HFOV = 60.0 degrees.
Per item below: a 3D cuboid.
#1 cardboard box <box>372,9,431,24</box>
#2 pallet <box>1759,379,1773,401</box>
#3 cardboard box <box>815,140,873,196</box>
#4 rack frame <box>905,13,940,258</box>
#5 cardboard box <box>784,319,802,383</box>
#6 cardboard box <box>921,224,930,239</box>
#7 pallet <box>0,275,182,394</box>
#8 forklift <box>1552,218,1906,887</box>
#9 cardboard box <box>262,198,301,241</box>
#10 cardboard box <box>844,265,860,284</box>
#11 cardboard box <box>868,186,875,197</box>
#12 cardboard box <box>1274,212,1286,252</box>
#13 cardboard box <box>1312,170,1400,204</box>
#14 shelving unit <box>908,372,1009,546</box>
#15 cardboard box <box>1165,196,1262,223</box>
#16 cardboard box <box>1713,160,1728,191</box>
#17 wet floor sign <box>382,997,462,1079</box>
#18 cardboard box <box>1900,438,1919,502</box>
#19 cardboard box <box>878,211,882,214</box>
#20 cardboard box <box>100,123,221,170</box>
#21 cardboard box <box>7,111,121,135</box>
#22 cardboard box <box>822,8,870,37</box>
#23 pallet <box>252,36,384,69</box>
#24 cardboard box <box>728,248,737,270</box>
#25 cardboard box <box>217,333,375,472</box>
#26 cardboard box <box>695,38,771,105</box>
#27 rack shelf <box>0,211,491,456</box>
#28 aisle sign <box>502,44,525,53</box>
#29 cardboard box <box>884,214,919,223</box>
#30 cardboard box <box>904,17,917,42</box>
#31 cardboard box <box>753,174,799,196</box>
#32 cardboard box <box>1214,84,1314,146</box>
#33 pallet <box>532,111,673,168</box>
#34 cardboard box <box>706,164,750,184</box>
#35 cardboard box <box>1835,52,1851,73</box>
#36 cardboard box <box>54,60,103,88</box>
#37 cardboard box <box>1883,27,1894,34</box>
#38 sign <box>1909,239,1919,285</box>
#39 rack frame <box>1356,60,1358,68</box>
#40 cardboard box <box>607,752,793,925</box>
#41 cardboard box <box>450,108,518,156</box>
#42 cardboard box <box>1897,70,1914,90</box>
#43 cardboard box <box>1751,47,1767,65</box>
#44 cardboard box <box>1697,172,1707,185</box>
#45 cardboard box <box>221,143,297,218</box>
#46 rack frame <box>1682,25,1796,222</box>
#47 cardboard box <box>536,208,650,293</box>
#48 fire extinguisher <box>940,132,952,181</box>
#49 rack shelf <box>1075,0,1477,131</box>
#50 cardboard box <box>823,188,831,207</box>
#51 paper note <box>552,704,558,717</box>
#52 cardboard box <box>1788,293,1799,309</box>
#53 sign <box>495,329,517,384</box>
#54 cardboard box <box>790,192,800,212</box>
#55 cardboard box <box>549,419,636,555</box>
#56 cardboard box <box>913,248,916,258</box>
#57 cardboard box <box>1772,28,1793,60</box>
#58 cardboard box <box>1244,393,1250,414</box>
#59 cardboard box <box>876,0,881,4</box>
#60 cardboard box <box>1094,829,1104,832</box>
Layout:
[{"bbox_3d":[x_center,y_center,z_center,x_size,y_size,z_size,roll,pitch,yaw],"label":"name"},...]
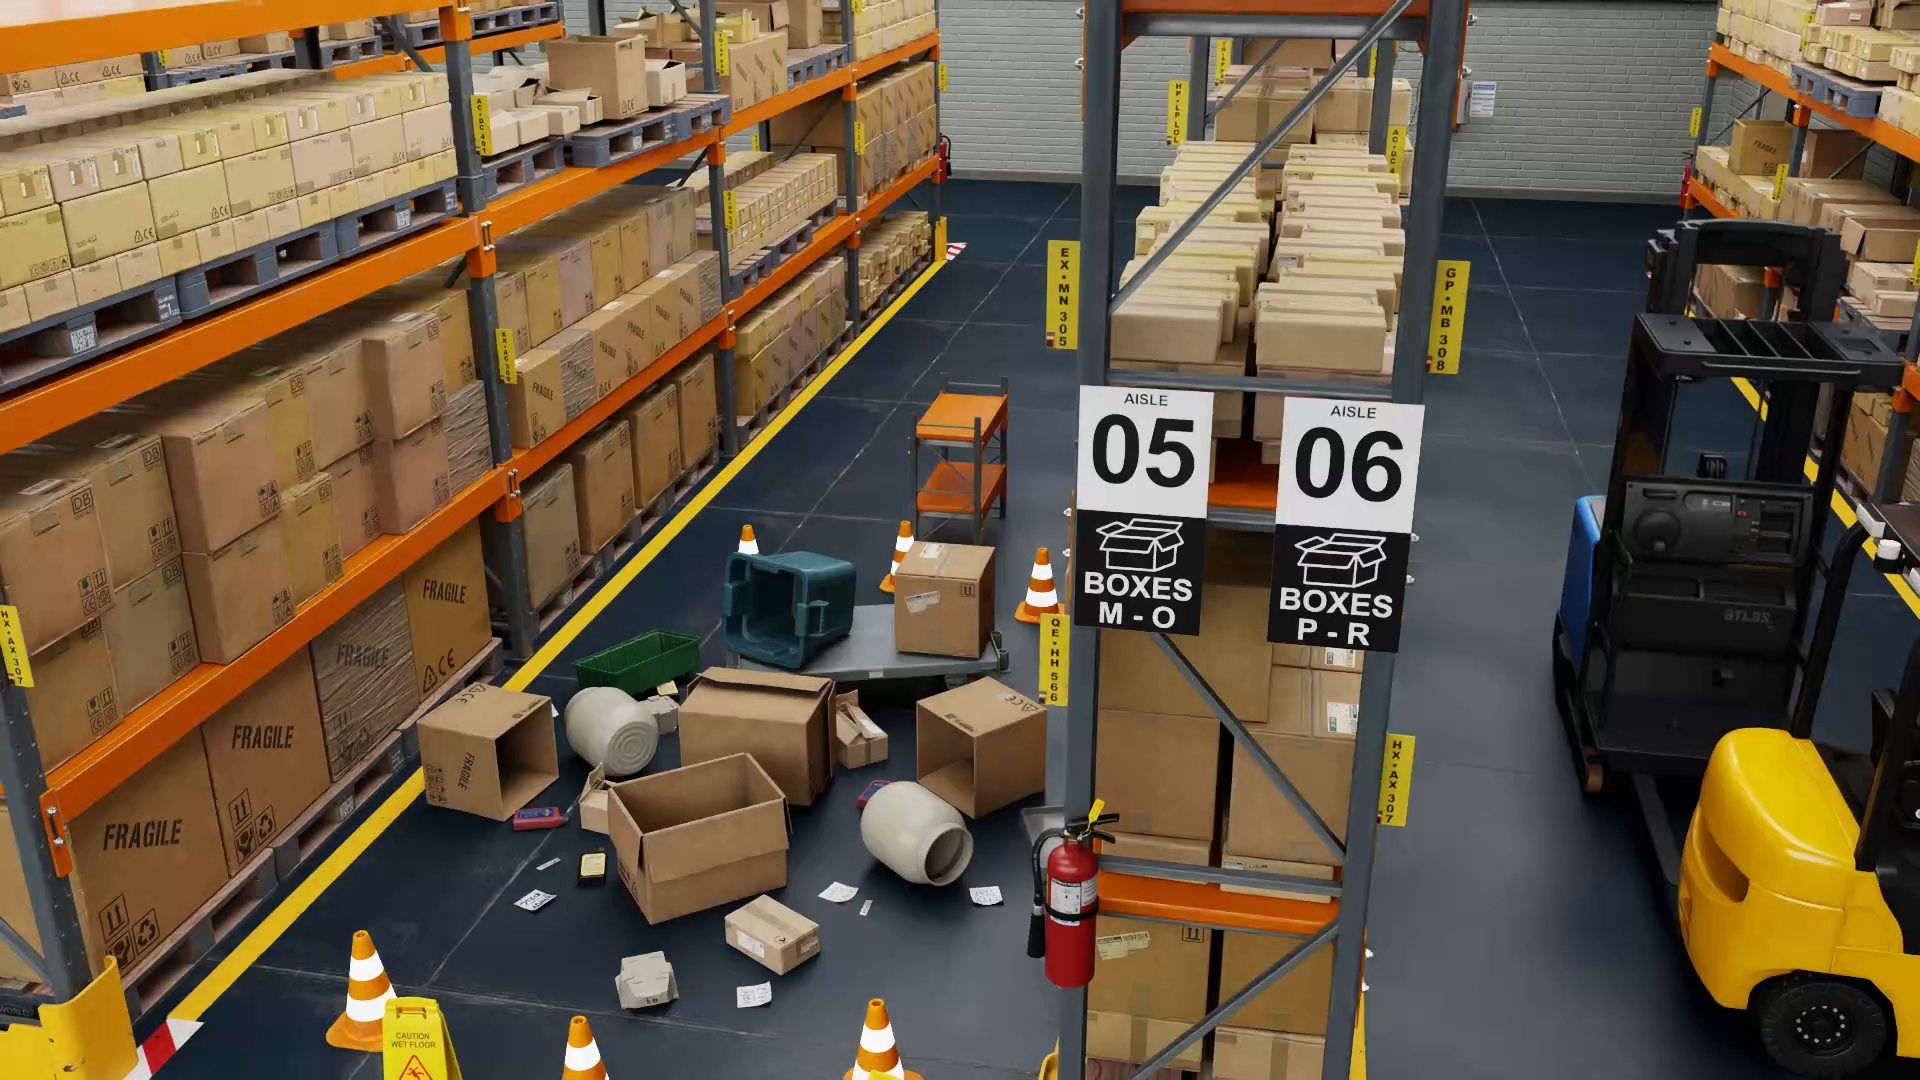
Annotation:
[{"bbox_3d":[-6.304,-5.990,18.366,0.700,0.500,0.500,3,22,8],"label":"cardboard box"},{"bbox_3d":[8.027,-1.294,15.283,1.003,0.211,1.213,4,22,11],"label":"pallet"},{"bbox_3d":[-1.222,-3.951,17.617,0.500,0.500,0.500,4,22,10],"label":"cardboard box"},{"bbox_3d":[-0.754,-5.068,20.922,1.000,3.000,0.127,4,22,11],"label":"rack frame"},{"bbox_3d":[-1.793,-1.789,15.564,0.500,0.500,0.500,4,22,10],"label":"cardboard box"},{"bbox_3d":[-0.582,-3.864,20.787,0.380,0.149,0.250,4,22,9],"label":"cardboard box"},{"bbox_3d":[-3.878,-0.839,6.524,1.003,0.211,1.213,4,22,11],"label":"pallet"},{"bbox_3d":[3.961,-0.071,8.607,1.130,2.935,3.031,5,22,11],"label":"forklift"},{"bbox_3d":[-3.275,-1.479,7.637,0.380,0.149,0.250,4,22,11],"label":"cardboard box"},{"bbox_3d":[-1.297,-2.864,17.906,0.380,0.149,0.250,5,23,13],"label":"cardboard box"},{"bbox_3d":[-1.148,-3.868,18.278,0.380,0.149,0.250,3,22,9],"label":"cardboard box"},{"bbox_3d":[1.617,-1.246,7.221,0.500,0.250,0.500,4,22,10],"label":"cardboard box"},{"bbox_3d":[1.770,-1.557,7.458,0.380,0.149,0.250,5,22,12],"label":"cardboard box"},{"bbox_3d":[0.001,-0.524,12.150,0.538,1.125,1.048,4,22,11],"label":"shelving unit"},{"bbox_3d":[1.044,-1.318,6.866,0.380,0.149,0.250,5,22,12],"label":"cardboard box"},{"bbox_3d":[8.413,-3.903,17.833,0.500,0.250,0.500,4,22,10],"label":"cardboard box"},{"bbox_3d":[-2.086,2.037,6.431,0.267,0.644,0.232,1,22,2],"label":"wet floor sign"},{"bbox_3d":[7.199,-0.291,11.677,0.875,0.625,0.625,5,23,13],"label":"cardboard box"},{"bbox_3d":[-1.194,-4.051,20.853,0.380,0.149,0.250,3,22,8],"label":"cardboard box"},{"bbox_3d":[-3.379,-1.665,7.030,0.380,0.149,0.250,4,22,10],"label":"cardboard box"},{"bbox_3d":[-3.971,-1.809,7.388,0.380,0.149,0.250,5,22,11],"label":"cardboard box"},{"bbox_3d":[-1.237,-5.316,17.055,0.500,0.250,0.500,5,23,13],"label":"cardboard box"},{"bbox_3d":[-6.544,-4.984,16.954,0.805,0.209,1.217,4,22,9],"label":"pallet"},{"bbox_3d":[-2.098,-2.369,13.994,0.380,0.149,0.250,4,22,10],"label":"cardboard box"},{"bbox_3d":[-3.555,-0.720,8.481,0.875,0.550,0.550,4,22,11],"label":"cardboard box"},{"bbox_3d":[-1.914,-3.952,14.002,0.500,0.500,0.500,4,22,11],"label":"cardboard box"},{"bbox_3d":[-3.611,-1.006,7.783,1.077,0.370,4.000,4,22,11],"label":"rack shelf"},{"bbox_3d":[-5.868,-6.738,21.589,0.394,0.787,0.004,4,22,11],"label":"aisle sign"},{"bbox_3d":[-0.721,-3.916,20.519,0.380,0.149,0.250,5,22,12],"label":"cardboard box"},{"bbox_3d":[-0.799,-5.836,19.014,0.500,0.250,0.500,5,23,13],"label":"cardboard box"},{"bbox_3d":[-1.728,-3.321,15.562,0.380,0.149,0.250,3,22,9],"label":"cardboard box"},{"bbox_3d":[1.657,-2.309,9.026,0.500,0.250,0.500,5,22,12],"label":"cardboard box"},{"bbox_3d":[-2.691,-2.797,11.521,1.003,0.211,1.213,6,23,13],"label":"pallet"},{"bbox_3d":[-2.260,-3.563,16.163,0.380,0.149,0.250,4,22,10],"label":"cardboard box"},{"bbox_3d":[7.500,-3.951,13.774,0.380,0.149,0.250,4,22,10],"label":"cardboard box"},{"bbox_3d":[-7.168,-3.845,13.067,0.500,0.500,0.500,4,22,11],"label":"cardboard box"},{"bbox_3d":[8.179,-4.327,14.310,0.380,0.149,0.250,5,22,11],"label":"cardboard box"},{"bbox_3d":[6.807,-1.963,11.769,0.100,0.325,0.005,4,22,11],"label":"sign"},{"bbox_3d":[3.296,-3.265,16.444,1.000,3.000,0.127,4,22,11],"label":"rack frame"},{"bbox_3d":[-1.272,1.447,8.088,0.797,0.503,0.637,-11,25,-26],"label":"cardboard box"},{"bbox_3d":[-2.835,-2.451,9.894,0.258,0.266,0.396,4,22,10],"label":"cardboard box"},{"bbox_3d":[7.465,-3.548,12.800,0.380,0.149,0.250,5,22,12],"label":"cardboard box"},{"bbox_3d":[8.226,-4.882,16.781,0.380,0.149,0.250,5,22,12],"label":"cardboard box"},{"bbox_3d":[8.637,-4.135,18.941,0.380,0.149,0.250,4,22,11],"label":"cardboard box"},{"bbox_3d":[-3.361,-1.628,7.472,0.500,0.250,0.500,4,22,11],"label":"cardboard box"},{"bbox_3d":[8.972,-4.351,19.141,1.000,3.000,0.127,4,22,11],"label":"rack frame"},{"bbox_3d":[-2.692,-2.116,12.120,0.700,0.500,0.500,4,22,10],"label":"cardboard box"},{"bbox_3d":[-0.251,-4.916,21.147,0.296,0.674,0.183,4,22,11],"label":"fire extinguisher"},{"bbox_3d":[1.256,-2.055,6.378,1.077,0.370,4.000,4,22,11],"label":"rack shelf"},{"bbox_3d":[-1.510,-3.428,16.624,0.380,0.149,0.250,5,22,11],"label":"cardboard box"},{"bbox_3d":[-2.453,1.013,9.798,0.147,0.020,0.142,-11,25,-26],"label":"paper note"},{"bbox_3d":[7.817,-2.152,15.200,0.380,0.149,0.250,3,22,8],"label":"cardboard box"},{"bbox_3d":[-2.659,-1.076,9.745,0.100,0.325,0.005,4,22,11],"label":"sign"},{"bbox_3d":[-1.724,-3.178,15.606,0.380,0.149,0.250,5,22,11],"label":"cardboard box"},{"bbox_3d":[-2.963,-0.417,11.823,1.050,0.750,0.750,4,22,11],"label":"cardboard box"},{"bbox_3d":[-0.749,-3.540,20.382,0.380,0.149,0.250,4,22,11],"label":"cardboard box"},{"bbox_3d":[8.105,-4.734,15.880,0.500,0.250,0.500,4,22,9],"label":"cardboard box"},{"bbox_3d":[0.870,-0.578,6.095,0.380,0.149,0.250,5,22,11],"label":"cardboard box"},{"bbox_3d":[-1.059,-5.812,17.753,0.380,0.149,0.250,4,22,9],"label":"cardboard box"},{"bbox_3d":[0.658,0.986,6.226,0.380,0.149,0.250,4,22,10],"label":"cardboard box"}]
